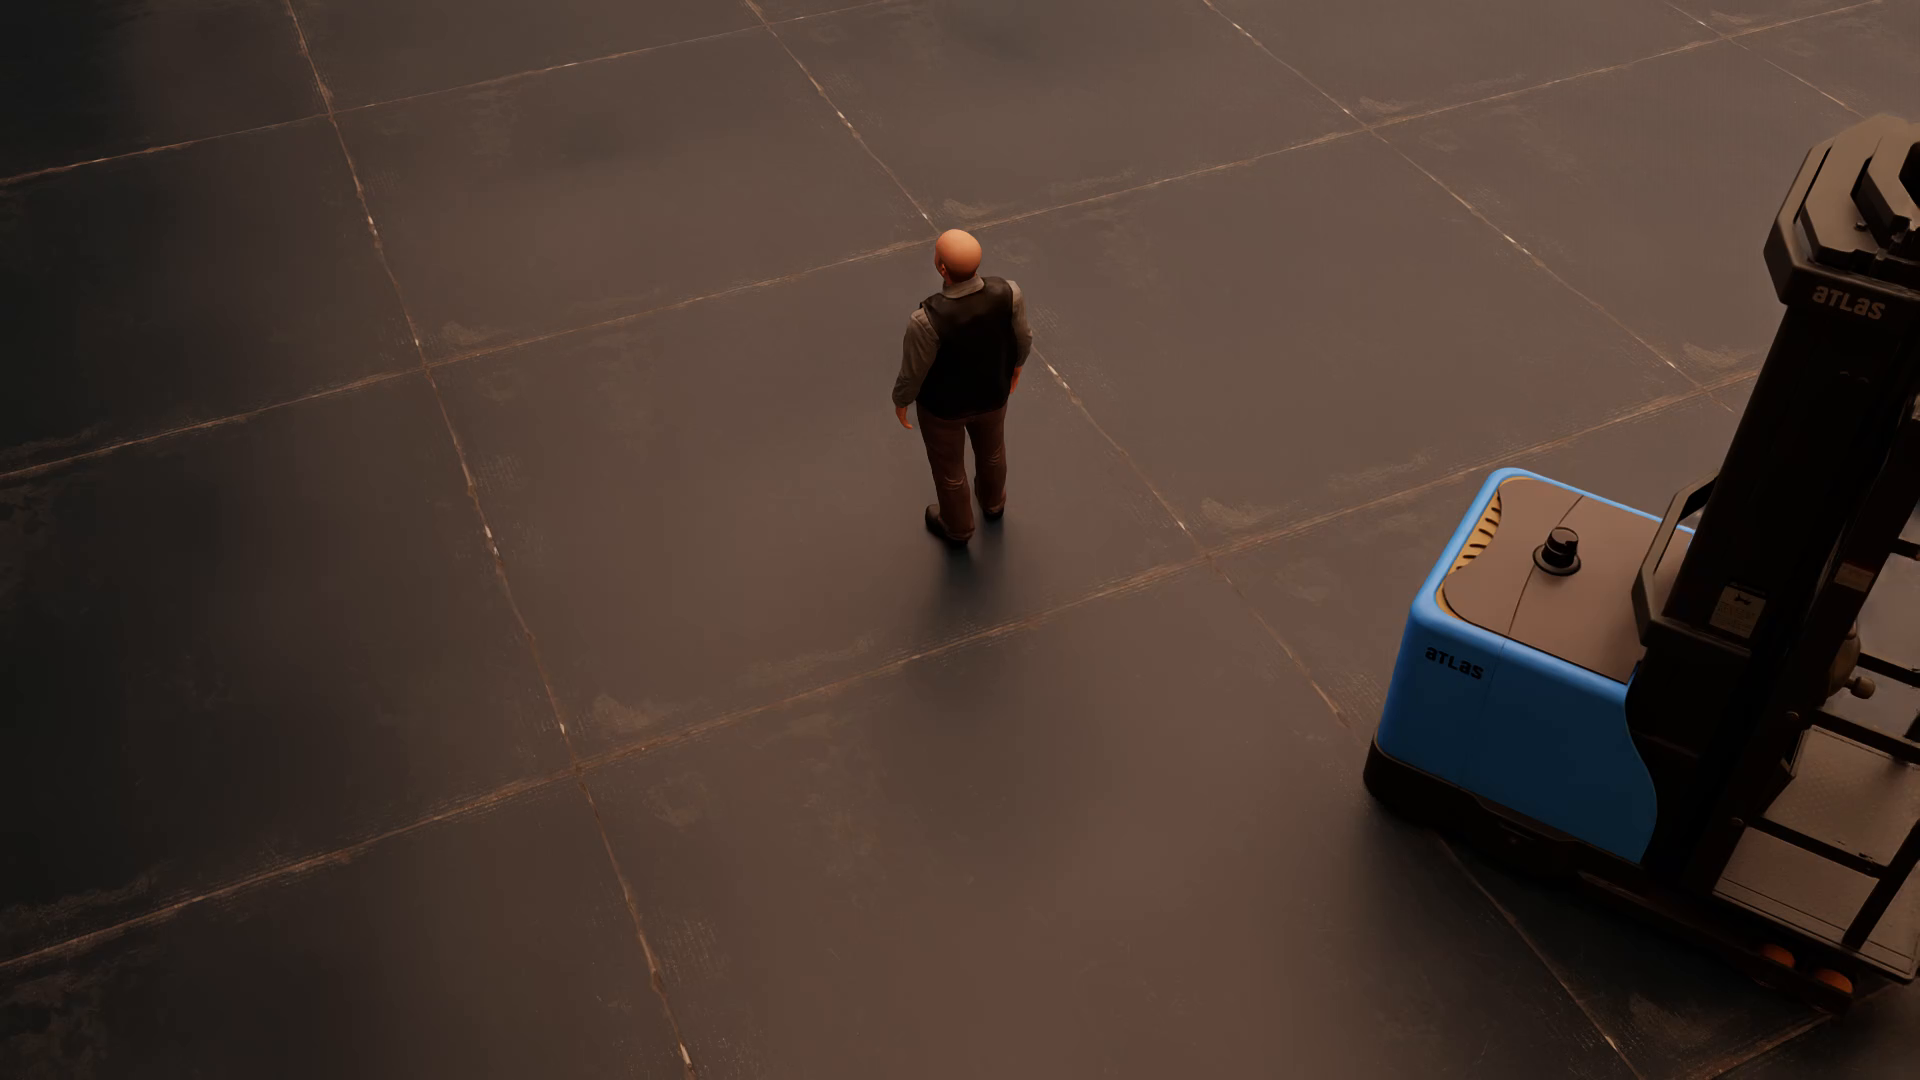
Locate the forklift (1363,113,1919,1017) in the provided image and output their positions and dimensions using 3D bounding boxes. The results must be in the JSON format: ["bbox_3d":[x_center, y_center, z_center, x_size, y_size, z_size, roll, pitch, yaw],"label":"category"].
[{"bbox_3d":[3.145,0.215,5.450,3.031,2.935,1.130,23,48,23],"label":"forklift"}]

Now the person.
[{"bbox_3d":[-0.018,-0.675,7.280,0.632,1.720,0.568,-18,46,-18],"label":"person"}]
